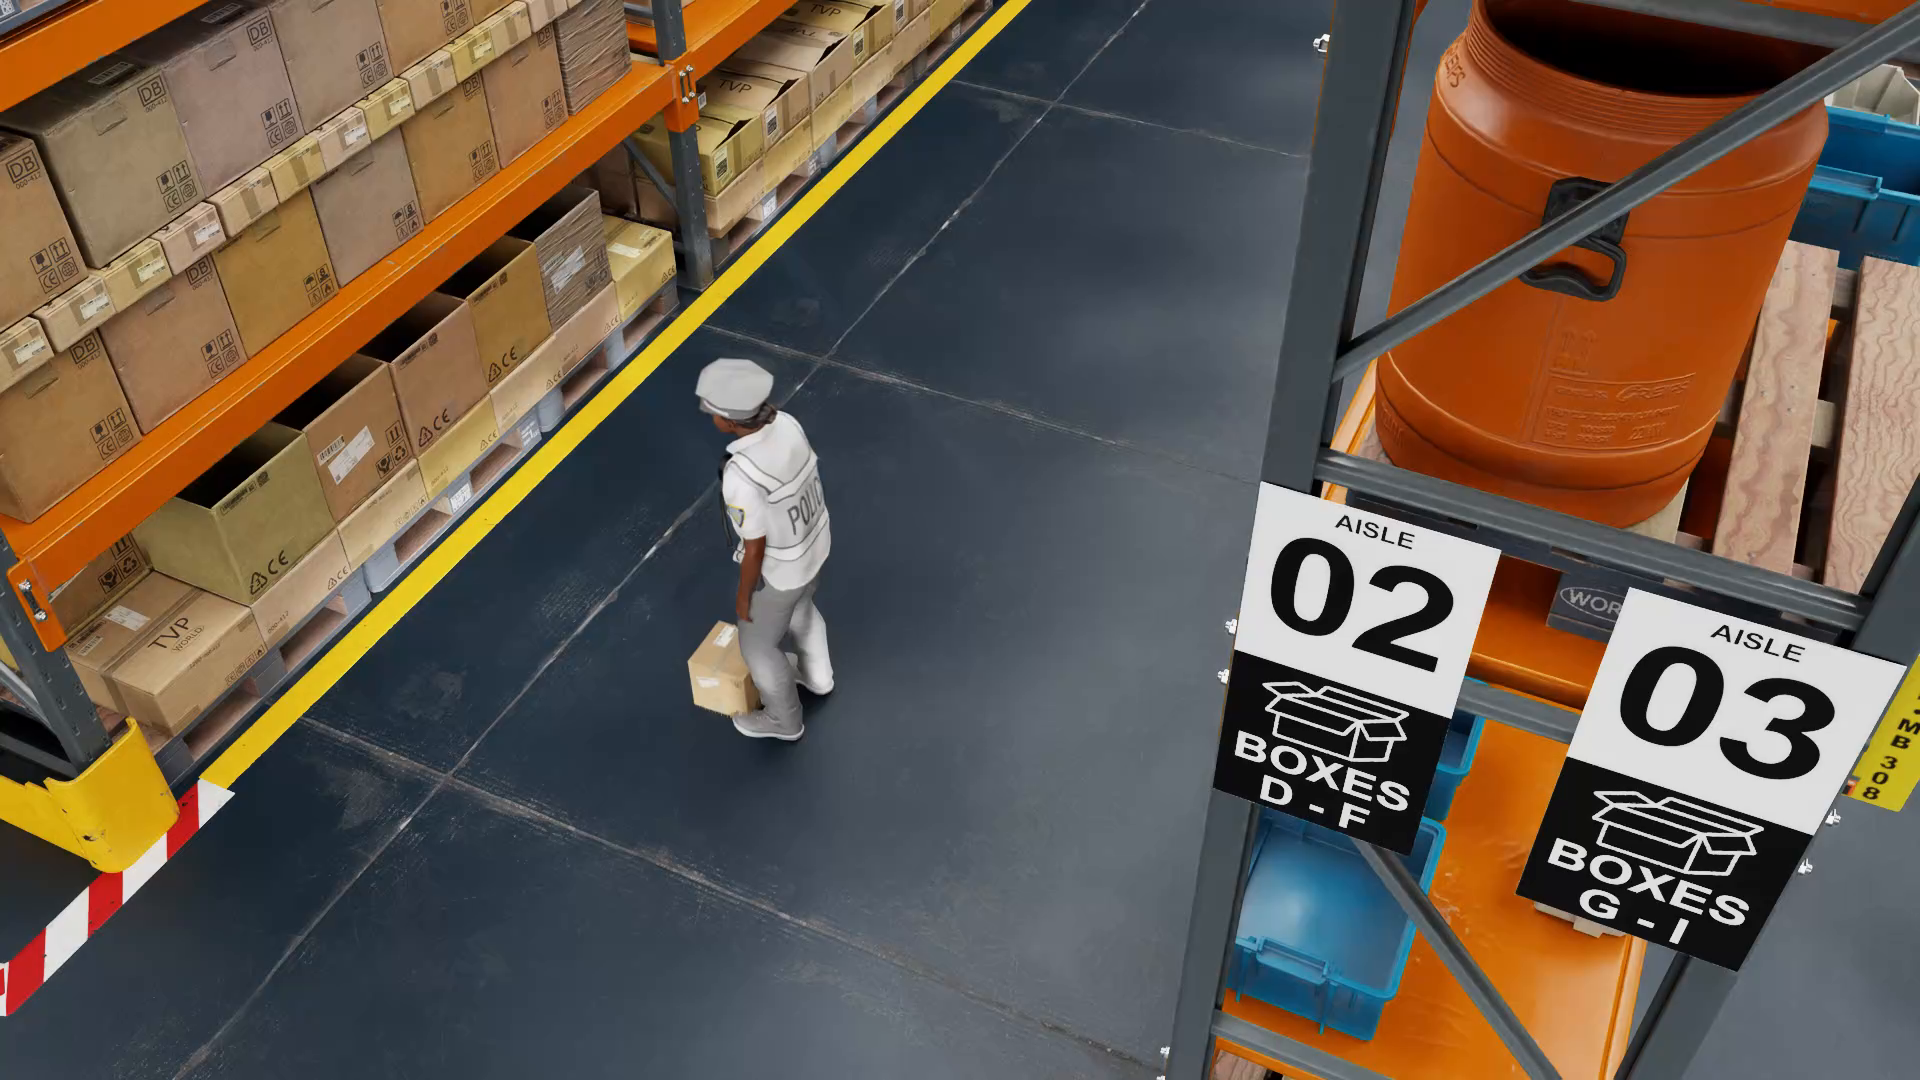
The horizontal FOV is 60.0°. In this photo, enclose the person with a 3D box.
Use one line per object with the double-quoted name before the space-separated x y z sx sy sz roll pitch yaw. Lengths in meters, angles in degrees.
"person" -0.682 0.064 6.094 0.396 1.653 0.513 16 45 17
